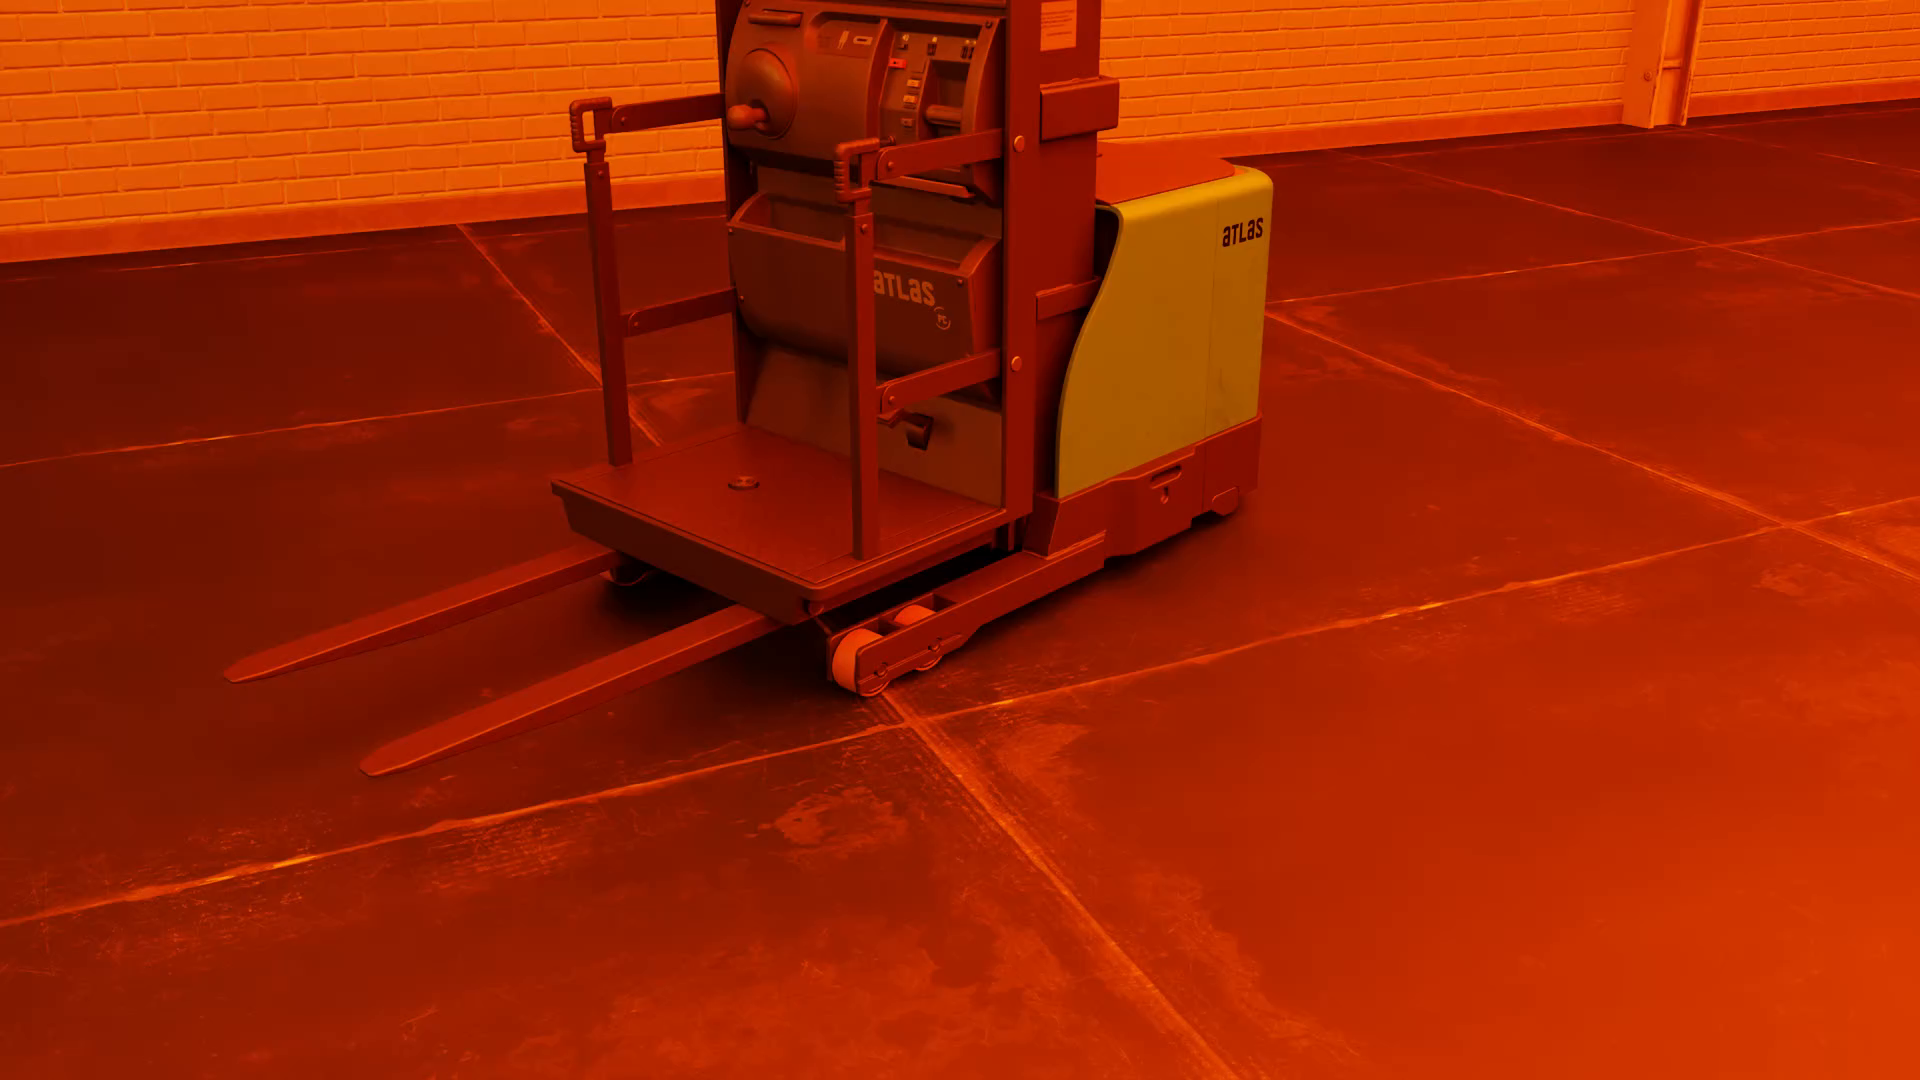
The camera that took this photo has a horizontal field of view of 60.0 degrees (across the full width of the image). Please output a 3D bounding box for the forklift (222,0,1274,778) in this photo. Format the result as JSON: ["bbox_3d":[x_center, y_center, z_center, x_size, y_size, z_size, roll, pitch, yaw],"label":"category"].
[{"bbox_3d":[-0.413,-1.182,4.131,1.130,2.935,3.031,19,29,39],"label":"forklift"}]
